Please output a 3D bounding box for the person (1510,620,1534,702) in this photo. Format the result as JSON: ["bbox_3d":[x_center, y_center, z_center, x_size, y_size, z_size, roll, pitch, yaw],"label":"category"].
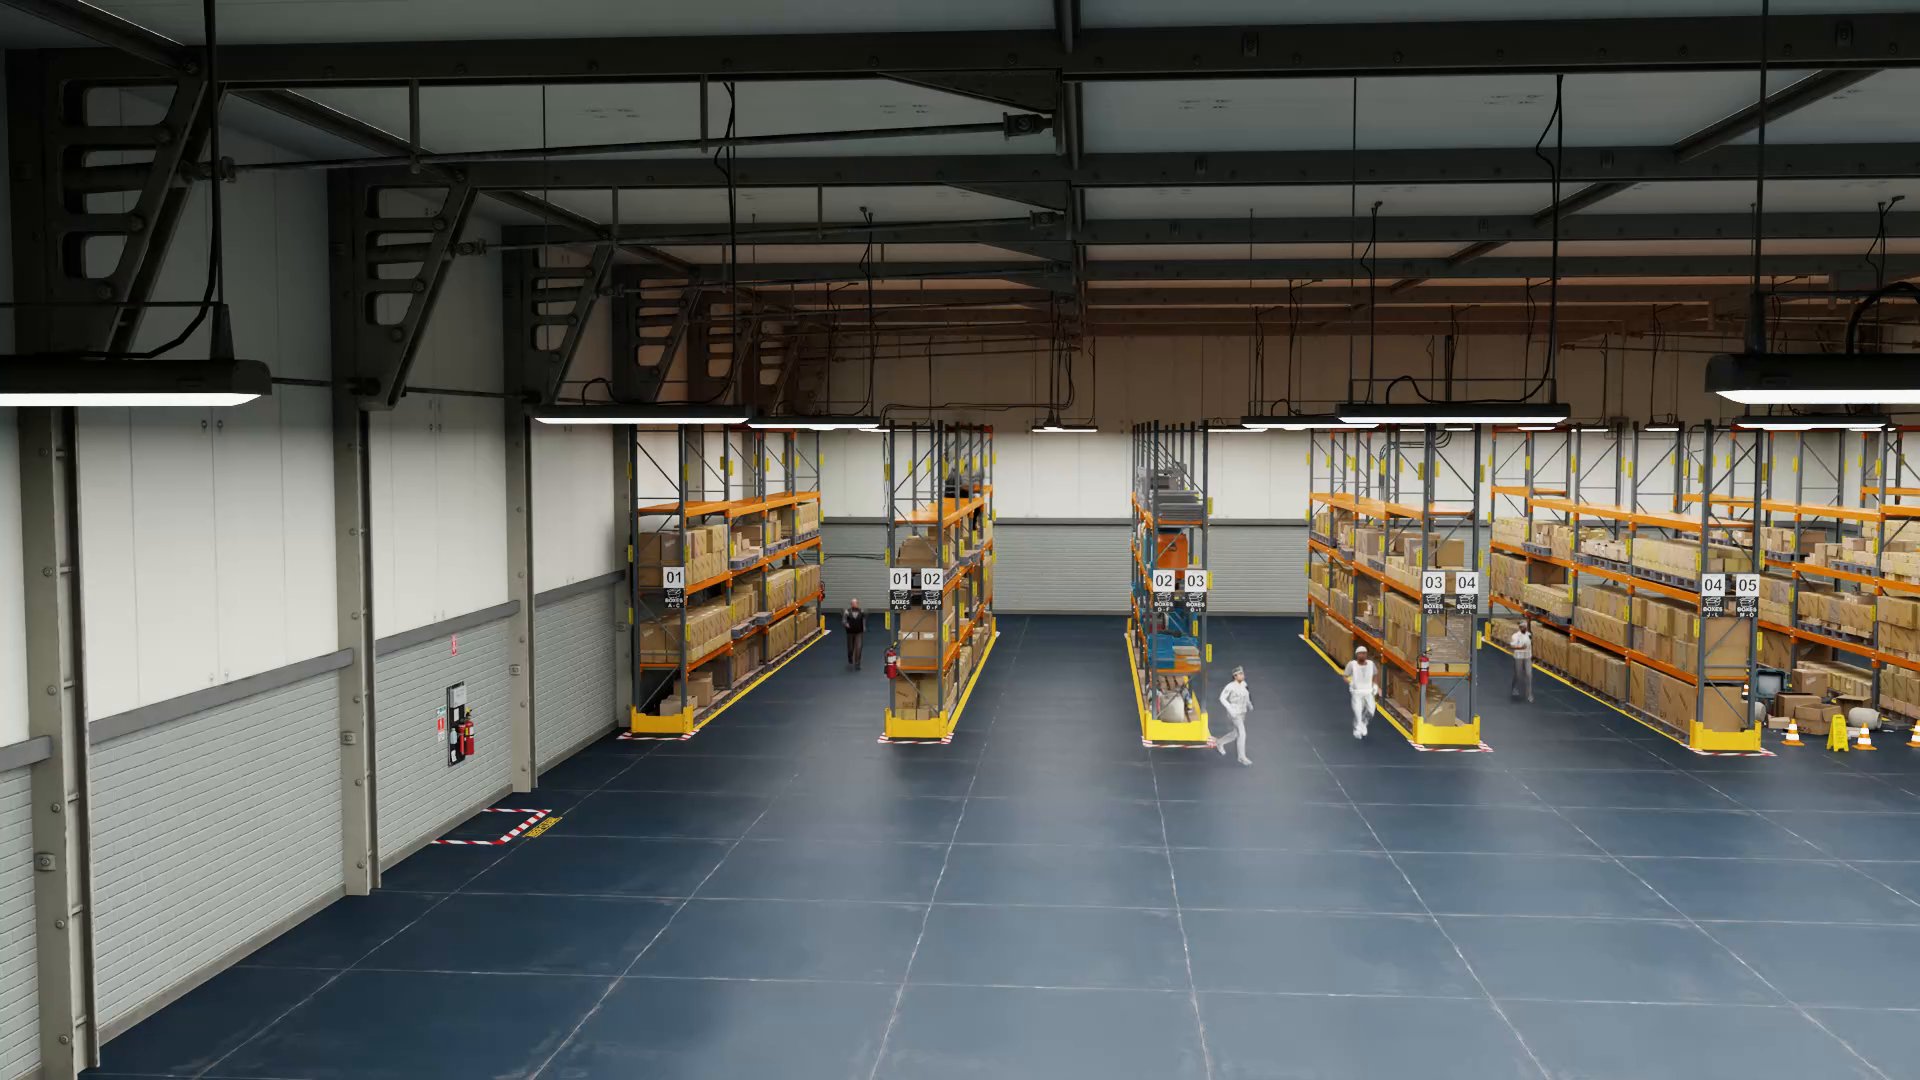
[{"bbox_3d":[12.173,2.578,35.992,0.570,1.723,0.871,0,4,-2],"label":"person"}]

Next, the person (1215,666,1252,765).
[{"bbox_3d":[4.790,3.040,29.087,0.614,1.704,0.804,-3,5,-44],"label":"person"}]

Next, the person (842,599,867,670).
[{"bbox_3d":[-2.582,2.288,40.740,0.646,1.712,0.927,-1,4,-9],"label":"person"}]

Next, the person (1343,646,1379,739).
[{"bbox_3d":[7.545,2.868,31.198,0.697,1.746,0.596,0,4,-1],"label":"person"}]
